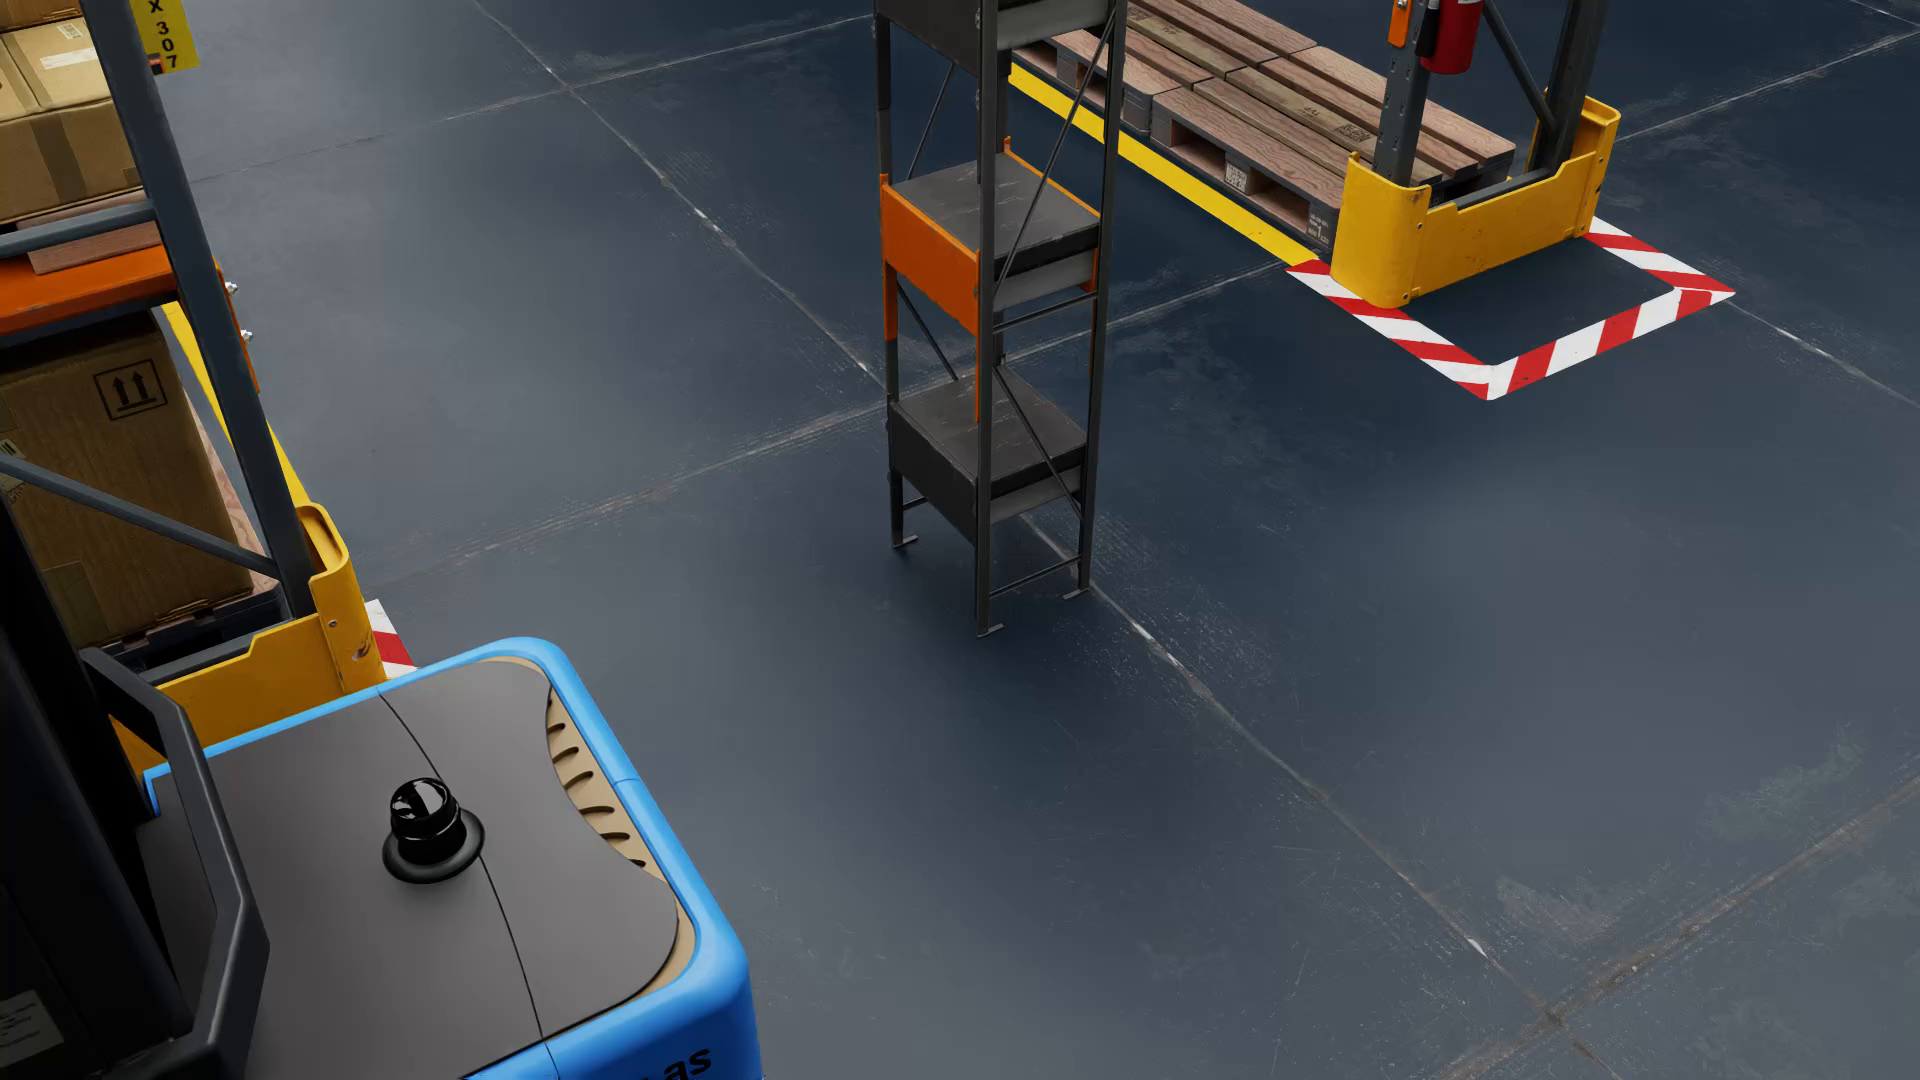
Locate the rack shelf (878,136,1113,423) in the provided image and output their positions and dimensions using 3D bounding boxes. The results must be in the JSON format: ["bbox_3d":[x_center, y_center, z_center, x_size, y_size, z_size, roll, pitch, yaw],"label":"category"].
[{"bbox_3d":[0.089,-0.707,4.479,0.431,0.518,0.480,-22,45,-24],"label":"rack shelf"}]

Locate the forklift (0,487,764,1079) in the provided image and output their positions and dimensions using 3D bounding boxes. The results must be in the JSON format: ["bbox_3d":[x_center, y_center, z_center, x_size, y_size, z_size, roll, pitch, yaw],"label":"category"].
[{"bbox_3d":[-1.868,0.623,2.213,3.031,2.935,1.130,-21,44,-23],"label":"forklift"}]

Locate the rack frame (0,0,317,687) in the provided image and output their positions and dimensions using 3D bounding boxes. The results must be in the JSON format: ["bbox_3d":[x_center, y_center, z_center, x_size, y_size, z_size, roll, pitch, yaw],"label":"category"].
[{"bbox_3d":[-2.196,-0.608,3.637,1.000,3.000,0.127,-22,45,-24],"label":"rack frame"}]

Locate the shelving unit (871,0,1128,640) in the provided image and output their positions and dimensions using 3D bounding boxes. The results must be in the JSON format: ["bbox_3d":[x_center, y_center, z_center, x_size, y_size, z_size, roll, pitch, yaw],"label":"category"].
[{"bbox_3d":[0.089,-0.717,4.471,0.431,2.100,0.503,-22,45,-24],"label":"shelving unit"}]

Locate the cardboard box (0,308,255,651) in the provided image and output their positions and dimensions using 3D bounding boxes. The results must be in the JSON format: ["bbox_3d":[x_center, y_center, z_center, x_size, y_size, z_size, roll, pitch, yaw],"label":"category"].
[{"bbox_3d":[-2.608,-0.271,4.564,0.875,0.875,0.875,-22,45,-24],"label":"cardboard box"}]

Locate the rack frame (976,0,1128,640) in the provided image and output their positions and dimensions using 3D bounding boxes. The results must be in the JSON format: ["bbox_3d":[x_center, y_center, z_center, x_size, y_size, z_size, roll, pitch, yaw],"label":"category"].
[{"bbox_3d":[0.220,-0.586,4.313,0.400,2.100,0.015,-22,45,-24],"label":"rack frame"}]

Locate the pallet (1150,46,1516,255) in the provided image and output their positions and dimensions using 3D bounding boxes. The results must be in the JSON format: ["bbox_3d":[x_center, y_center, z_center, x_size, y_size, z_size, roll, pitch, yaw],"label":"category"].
[{"bbox_3d":[1.569,-1.700,7.125,1.003,0.211,1.213,-22,45,-24],"label":"pallet"}]

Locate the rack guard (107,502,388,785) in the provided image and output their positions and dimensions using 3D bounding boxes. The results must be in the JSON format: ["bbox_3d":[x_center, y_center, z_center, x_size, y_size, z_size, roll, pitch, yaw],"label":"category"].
[{"bbox_3d":[-2.183,0.365,4.421,1.175,0.500,0.348,-22,45,-24],"label":"rack guard"}]

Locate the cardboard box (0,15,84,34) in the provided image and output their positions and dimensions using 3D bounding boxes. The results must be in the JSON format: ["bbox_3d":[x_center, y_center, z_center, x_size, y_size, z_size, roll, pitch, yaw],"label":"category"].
[{"bbox_3d":[-2.512,-1.295,4.346,0.500,0.250,0.500,-23,45,-25],"label":"cardboard box"}]

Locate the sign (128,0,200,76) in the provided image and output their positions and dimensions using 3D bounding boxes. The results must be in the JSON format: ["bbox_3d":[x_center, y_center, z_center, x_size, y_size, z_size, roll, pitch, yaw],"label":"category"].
[{"bbox_3d":[-1.725,-1.159,3.559,0.100,0.325,0.005,-22,45,-24],"label":"sign"}]

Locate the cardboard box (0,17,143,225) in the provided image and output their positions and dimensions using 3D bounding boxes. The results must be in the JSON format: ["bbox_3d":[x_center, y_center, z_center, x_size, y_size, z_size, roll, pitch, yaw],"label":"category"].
[{"bbox_3d":[-2.227,-1.017,4.012,0.500,0.250,0.500,-23,45,-25],"label":"cardboard box"}]

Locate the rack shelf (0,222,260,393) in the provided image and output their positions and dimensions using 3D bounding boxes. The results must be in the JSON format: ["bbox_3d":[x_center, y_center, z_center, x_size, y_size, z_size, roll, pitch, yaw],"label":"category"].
[{"bbox_3d":[-3.272,-1.411,5.162,1.077,0.370,4.000,-22,45,-24],"label":"rack shelf"}]

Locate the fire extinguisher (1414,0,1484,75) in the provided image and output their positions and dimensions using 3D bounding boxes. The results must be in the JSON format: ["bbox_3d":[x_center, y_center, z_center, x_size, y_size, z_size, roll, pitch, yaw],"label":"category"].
[{"bbox_3d":[1.678,-1.902,5.541,0.296,0.674,0.183,-22,45,-24],"label":"fire extinguisher"}]

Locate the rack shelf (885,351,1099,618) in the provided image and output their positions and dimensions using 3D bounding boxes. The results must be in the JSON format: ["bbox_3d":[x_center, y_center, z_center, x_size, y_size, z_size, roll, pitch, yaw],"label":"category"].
[{"bbox_3d":[0.089,-0.169,4.927,0.431,0.518,0.480,-22,45,-24],"label":"rack shelf"}]

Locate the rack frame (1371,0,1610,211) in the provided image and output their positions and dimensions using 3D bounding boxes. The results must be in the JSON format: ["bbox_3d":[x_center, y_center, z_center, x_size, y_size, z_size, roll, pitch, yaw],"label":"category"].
[{"bbox_3d":[1.980,-2.313,5.683,1.000,3.000,0.127,-22,45,-24],"label":"rack frame"}]

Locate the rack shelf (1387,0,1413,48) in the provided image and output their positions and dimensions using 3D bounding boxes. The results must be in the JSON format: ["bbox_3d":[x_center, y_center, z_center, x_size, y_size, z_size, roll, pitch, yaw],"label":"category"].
[{"bbox_3d":[0.904,-3.116,7.208,1.077,0.370,4.000,-22,45,-24],"label":"rack shelf"}]

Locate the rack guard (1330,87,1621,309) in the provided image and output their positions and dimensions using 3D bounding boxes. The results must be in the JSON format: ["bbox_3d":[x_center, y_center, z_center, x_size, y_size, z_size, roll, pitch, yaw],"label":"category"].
[{"bbox_3d":[2.004,-1.344,6.473,1.175,0.500,0.348,-22,45,-24],"label":"rack guard"}]

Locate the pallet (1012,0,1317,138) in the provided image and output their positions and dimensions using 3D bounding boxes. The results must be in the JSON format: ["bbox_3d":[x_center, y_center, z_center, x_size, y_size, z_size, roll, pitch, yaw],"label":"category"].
[{"bbox_3d":[0.917,-2.358,7.915,1.003,0.211,1.213,-22,45,-24],"label":"pallet"}]

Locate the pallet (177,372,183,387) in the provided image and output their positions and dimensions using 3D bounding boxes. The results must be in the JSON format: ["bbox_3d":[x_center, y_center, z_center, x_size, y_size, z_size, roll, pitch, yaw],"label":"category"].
[{"bbox_3d":[-3.344,-0.599,5.804,1.003,0.211,1.213,-22,45,-24],"label":"pallet"}]

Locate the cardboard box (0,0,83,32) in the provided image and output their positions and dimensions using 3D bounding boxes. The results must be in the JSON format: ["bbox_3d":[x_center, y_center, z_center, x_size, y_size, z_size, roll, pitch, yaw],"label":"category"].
[{"bbox_3d":[-2.496,-1.575,4.096,0.500,0.500,0.500,-23,45,-25],"label":"cardboard box"}]

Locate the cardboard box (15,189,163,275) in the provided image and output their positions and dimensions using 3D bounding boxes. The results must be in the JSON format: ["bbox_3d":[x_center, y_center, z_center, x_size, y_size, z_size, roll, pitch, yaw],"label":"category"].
[{"bbox_3d":[-2.109,-0.817,4.083,0.380,0.149,0.250,-22,44,-24],"label":"cardboard box"}]

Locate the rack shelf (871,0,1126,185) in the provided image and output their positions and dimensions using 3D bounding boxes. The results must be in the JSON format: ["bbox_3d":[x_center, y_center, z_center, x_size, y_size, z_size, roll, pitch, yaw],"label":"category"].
[{"bbox_3d":[0.089,-1.245,4.031,0.431,0.518,0.480,-22,45,-24],"label":"rack shelf"}]

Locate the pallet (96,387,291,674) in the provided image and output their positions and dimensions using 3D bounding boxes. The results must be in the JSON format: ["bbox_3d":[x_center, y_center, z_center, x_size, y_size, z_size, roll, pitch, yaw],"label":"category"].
[{"bbox_3d":[-2.692,0.059,5.015,1.003,0.211,1.213,-22,45,-24],"label":"pallet"}]

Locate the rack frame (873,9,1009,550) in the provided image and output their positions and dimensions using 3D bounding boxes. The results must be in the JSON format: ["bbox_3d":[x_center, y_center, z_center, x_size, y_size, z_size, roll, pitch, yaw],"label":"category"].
[{"bbox_3d":[-0.042,-0.849,4.629,0.400,2.100,0.015,-22,45,-24],"label":"rack frame"}]
